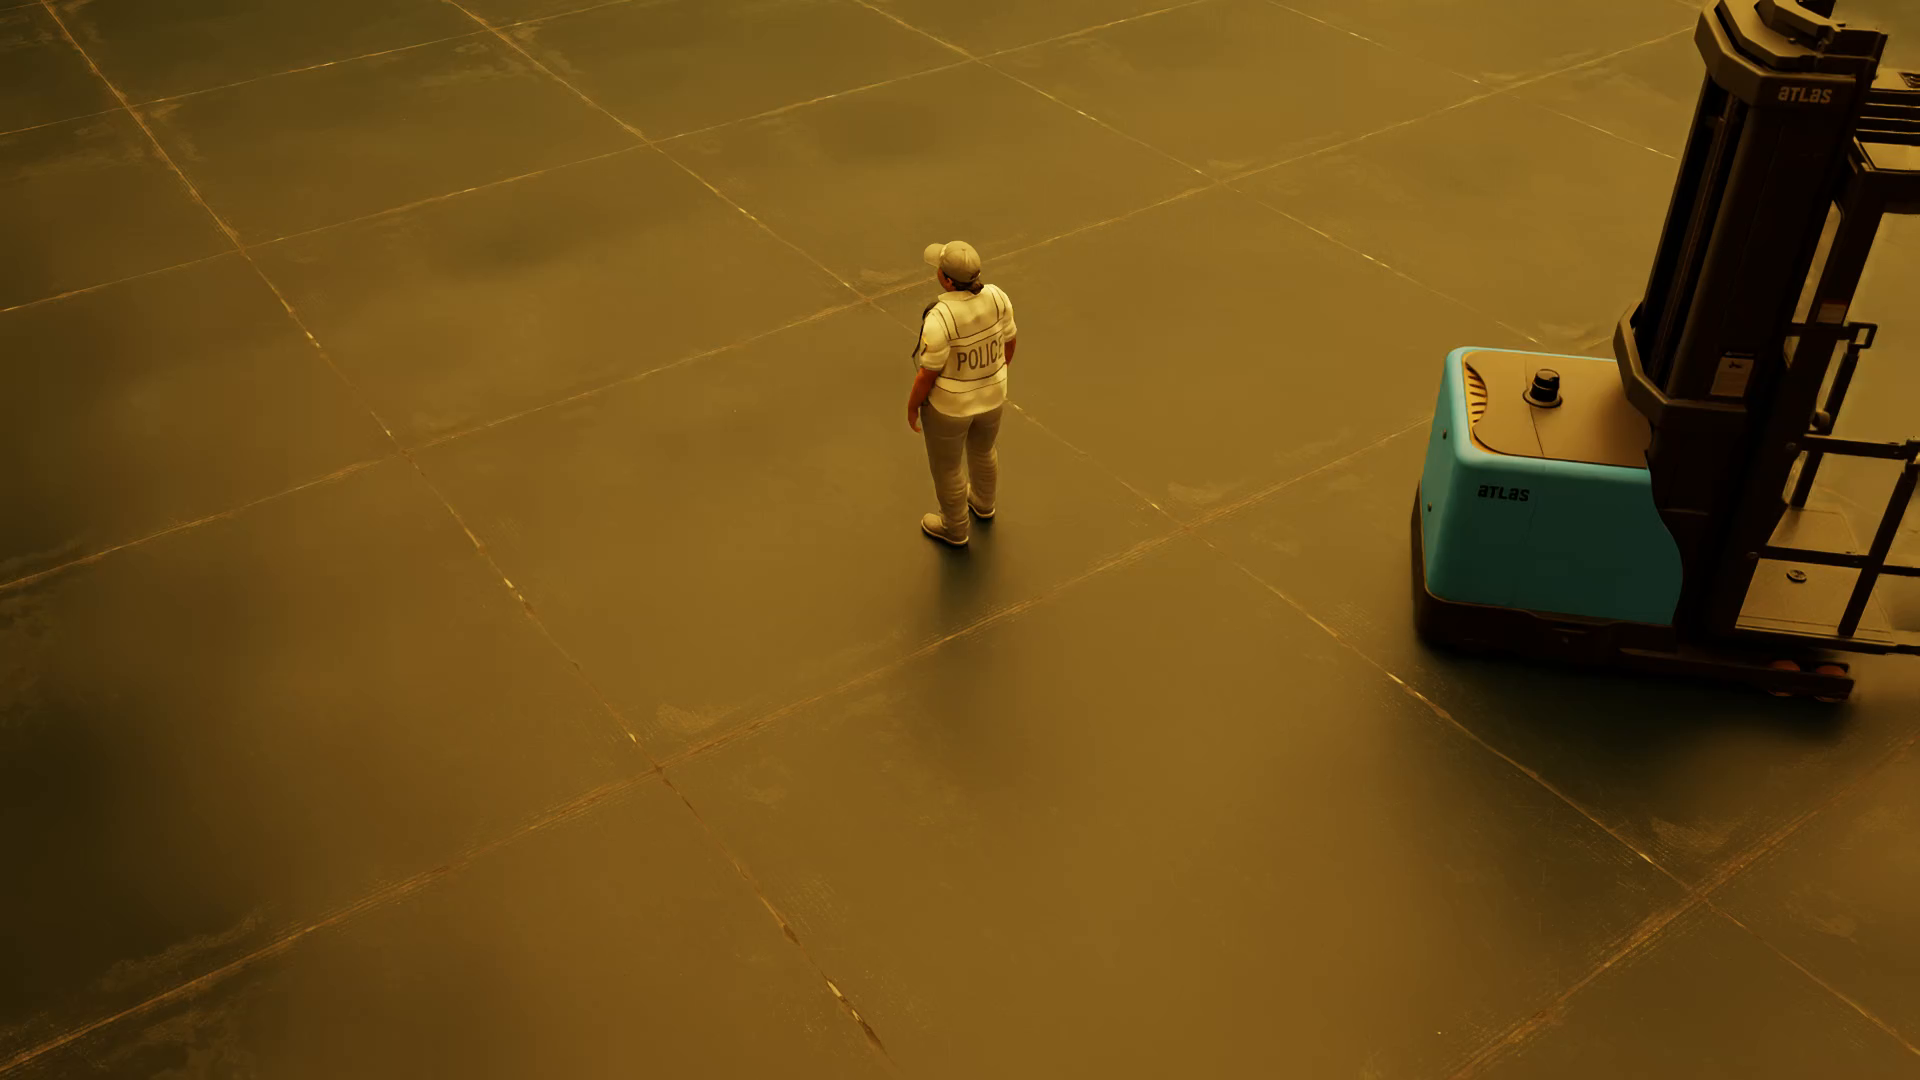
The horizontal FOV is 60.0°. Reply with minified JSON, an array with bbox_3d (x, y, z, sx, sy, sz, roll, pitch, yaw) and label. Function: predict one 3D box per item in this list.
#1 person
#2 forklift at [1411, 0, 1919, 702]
[{"bbox_3d":[-0.026,-0.721,7.971,0.598,1.670,0.529,-23,42,-28],"label":"person"},{"bbox_3d":[3.691,-0.798,7.024,3.031,2.935,1.130,6,37,9],"label":"forklift"}]
